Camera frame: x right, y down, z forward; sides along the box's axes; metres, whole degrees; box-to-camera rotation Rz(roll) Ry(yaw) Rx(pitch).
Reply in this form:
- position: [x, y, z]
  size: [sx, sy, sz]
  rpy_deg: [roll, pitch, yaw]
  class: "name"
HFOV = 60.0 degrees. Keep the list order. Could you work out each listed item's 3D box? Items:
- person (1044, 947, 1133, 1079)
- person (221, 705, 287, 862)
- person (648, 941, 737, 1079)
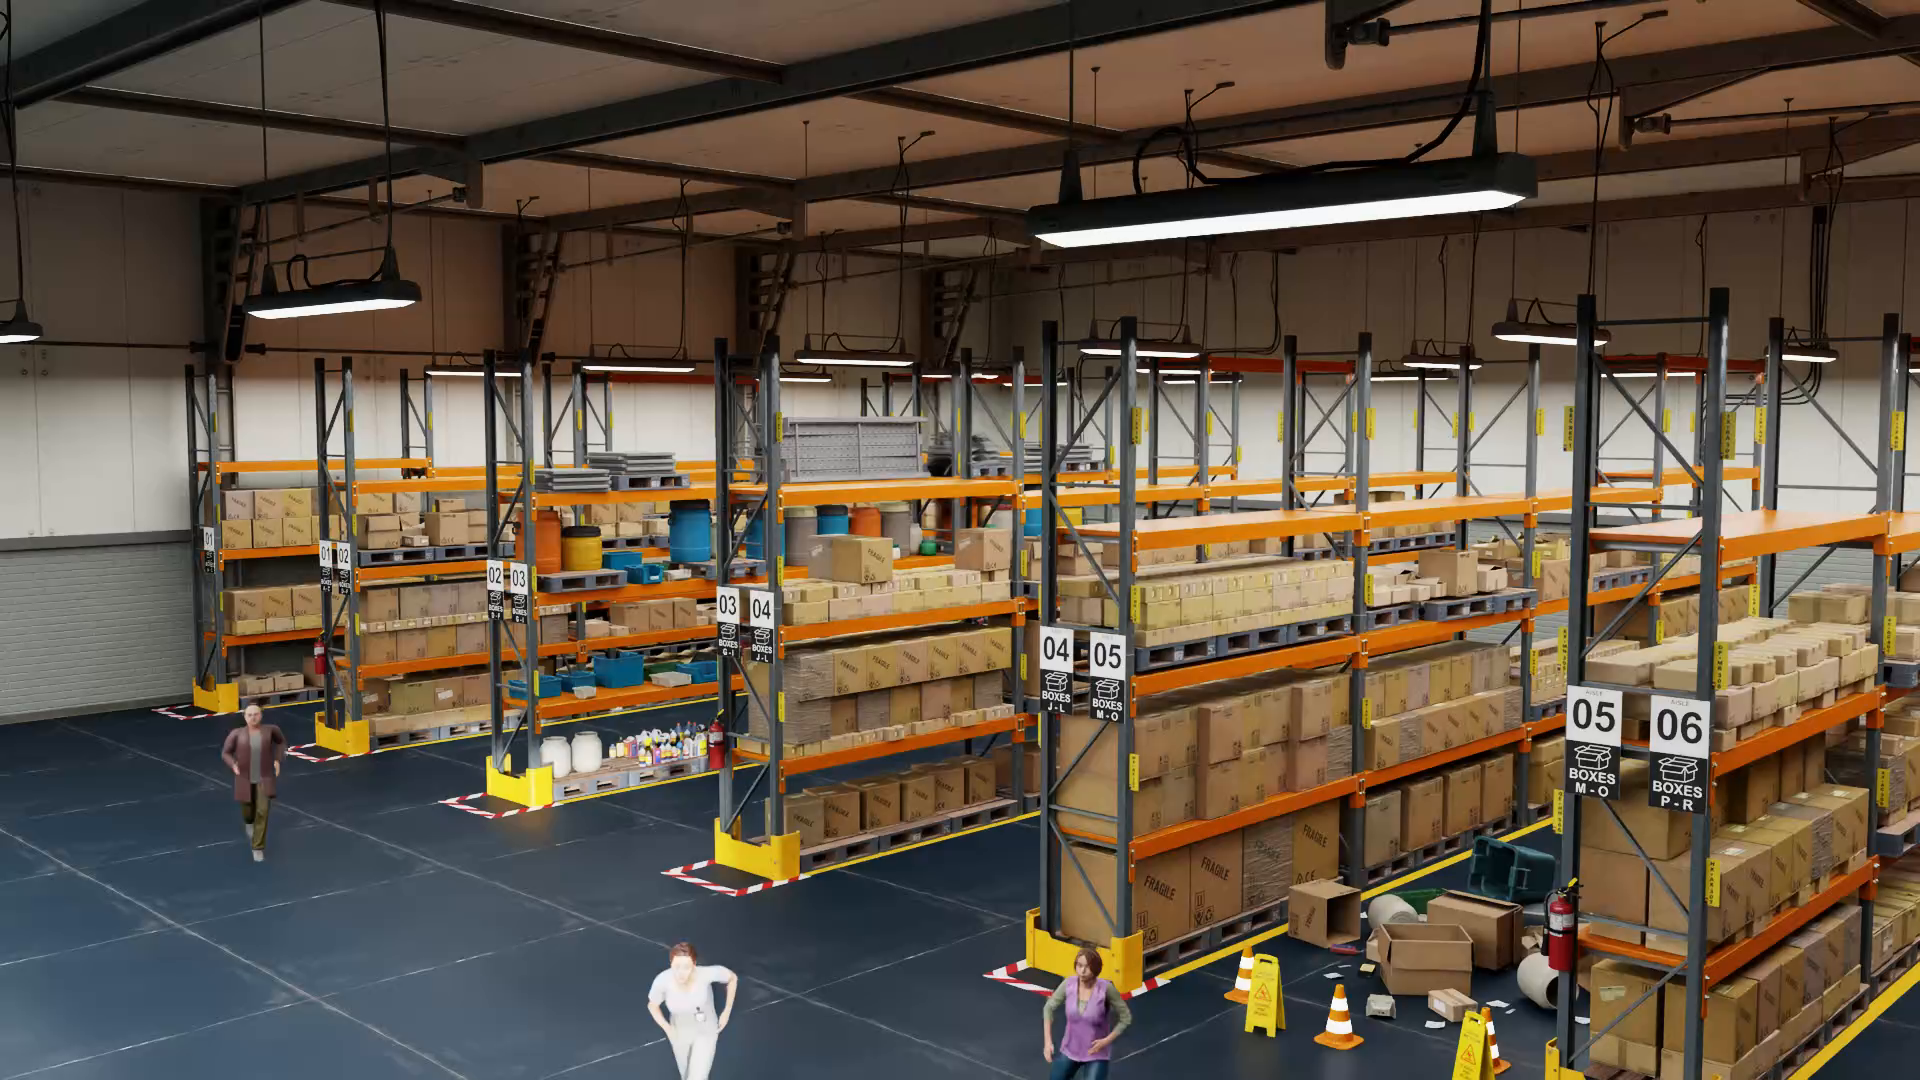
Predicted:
- position: [0.824, 3.538, 11.399]
  size: [0.726, 1.586, 0.583]
  rpy_deg: [1, 5, 15]
  class: "person"
- position: [-8.269, 2.816, 19.519]
  size: [0.720, 1.790, 0.917]
  rpy_deg: [-2, 5, -24]
  class: "person"
- position: [-1.851, 3.500, 11.637]
  size: [0.604, 1.627, 0.982]
  rpy_deg: [0, 4, -2]
  class: "person"
